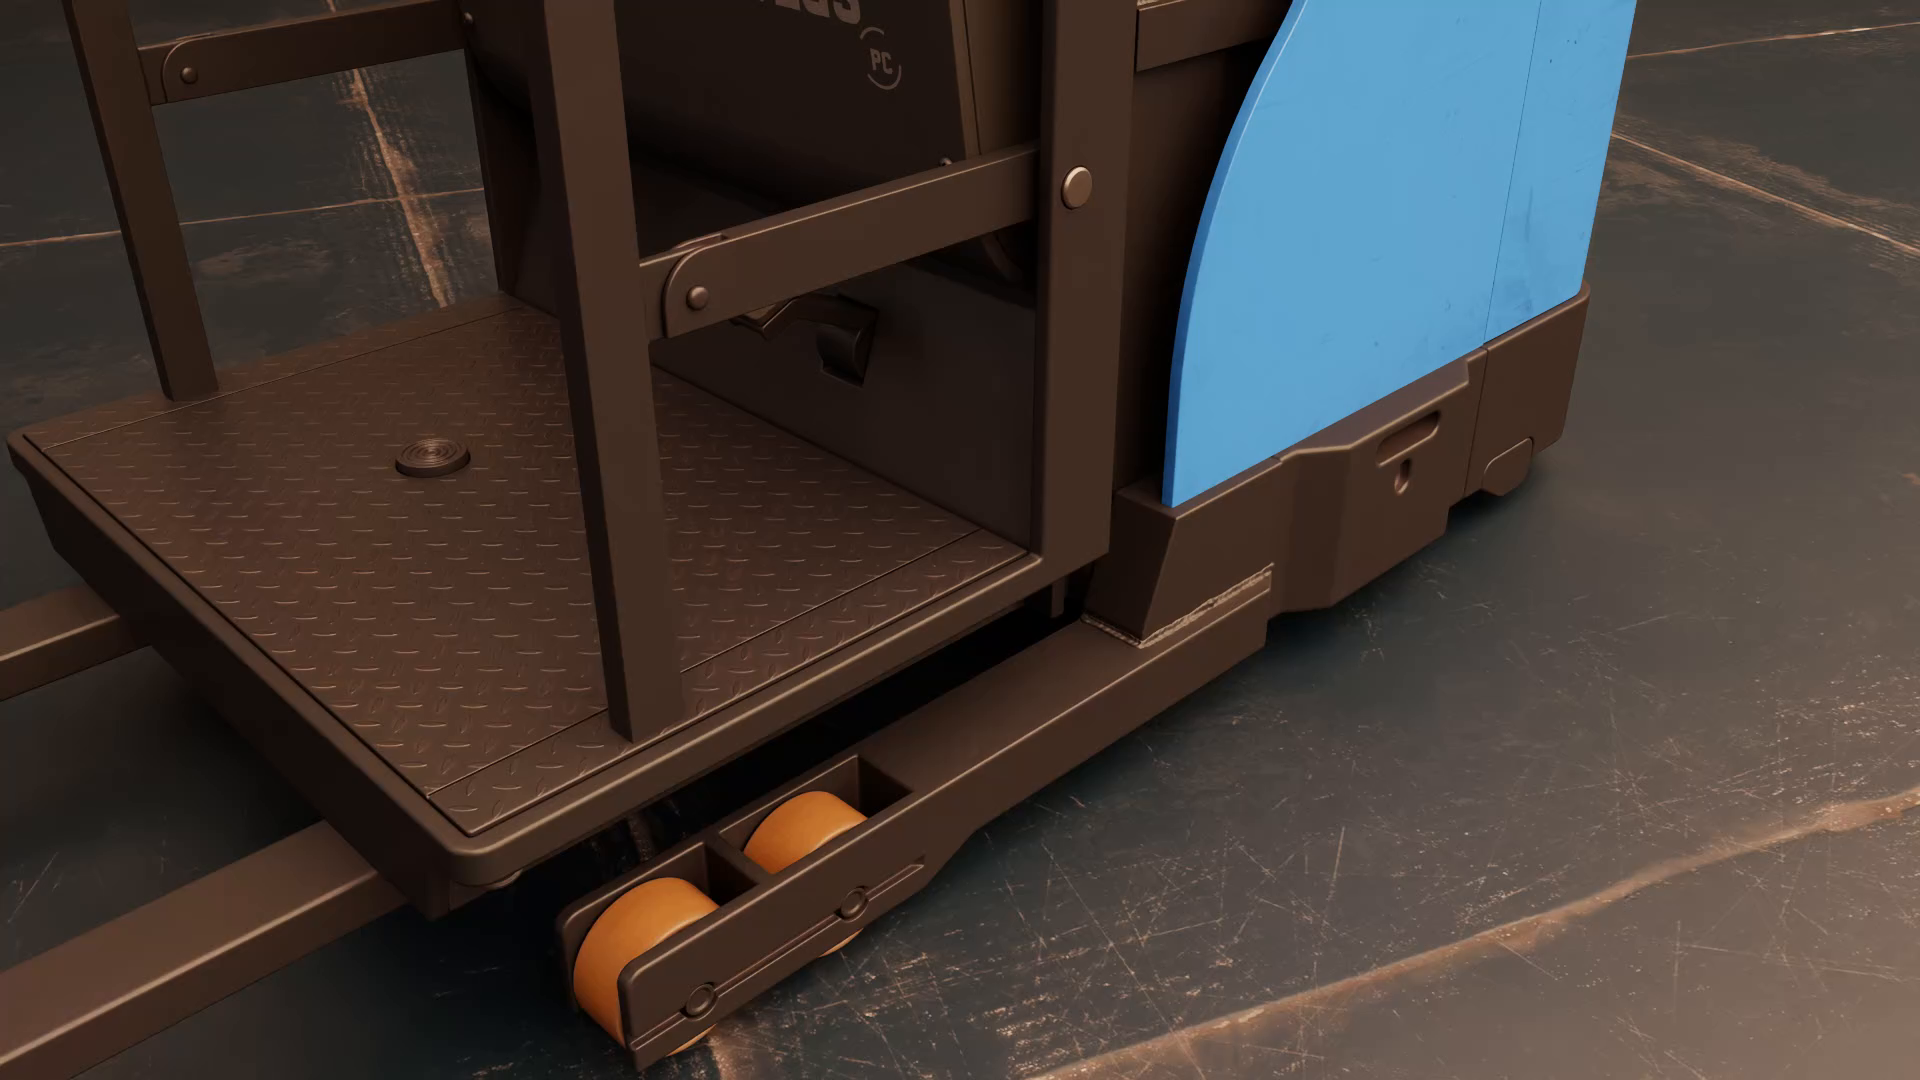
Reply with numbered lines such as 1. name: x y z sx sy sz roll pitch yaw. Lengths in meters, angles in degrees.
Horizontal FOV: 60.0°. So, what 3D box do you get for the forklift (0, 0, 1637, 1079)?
1. forklift: -0.435 -1.063 1.405 3.031 2.935 1.130 -26 39 -37
